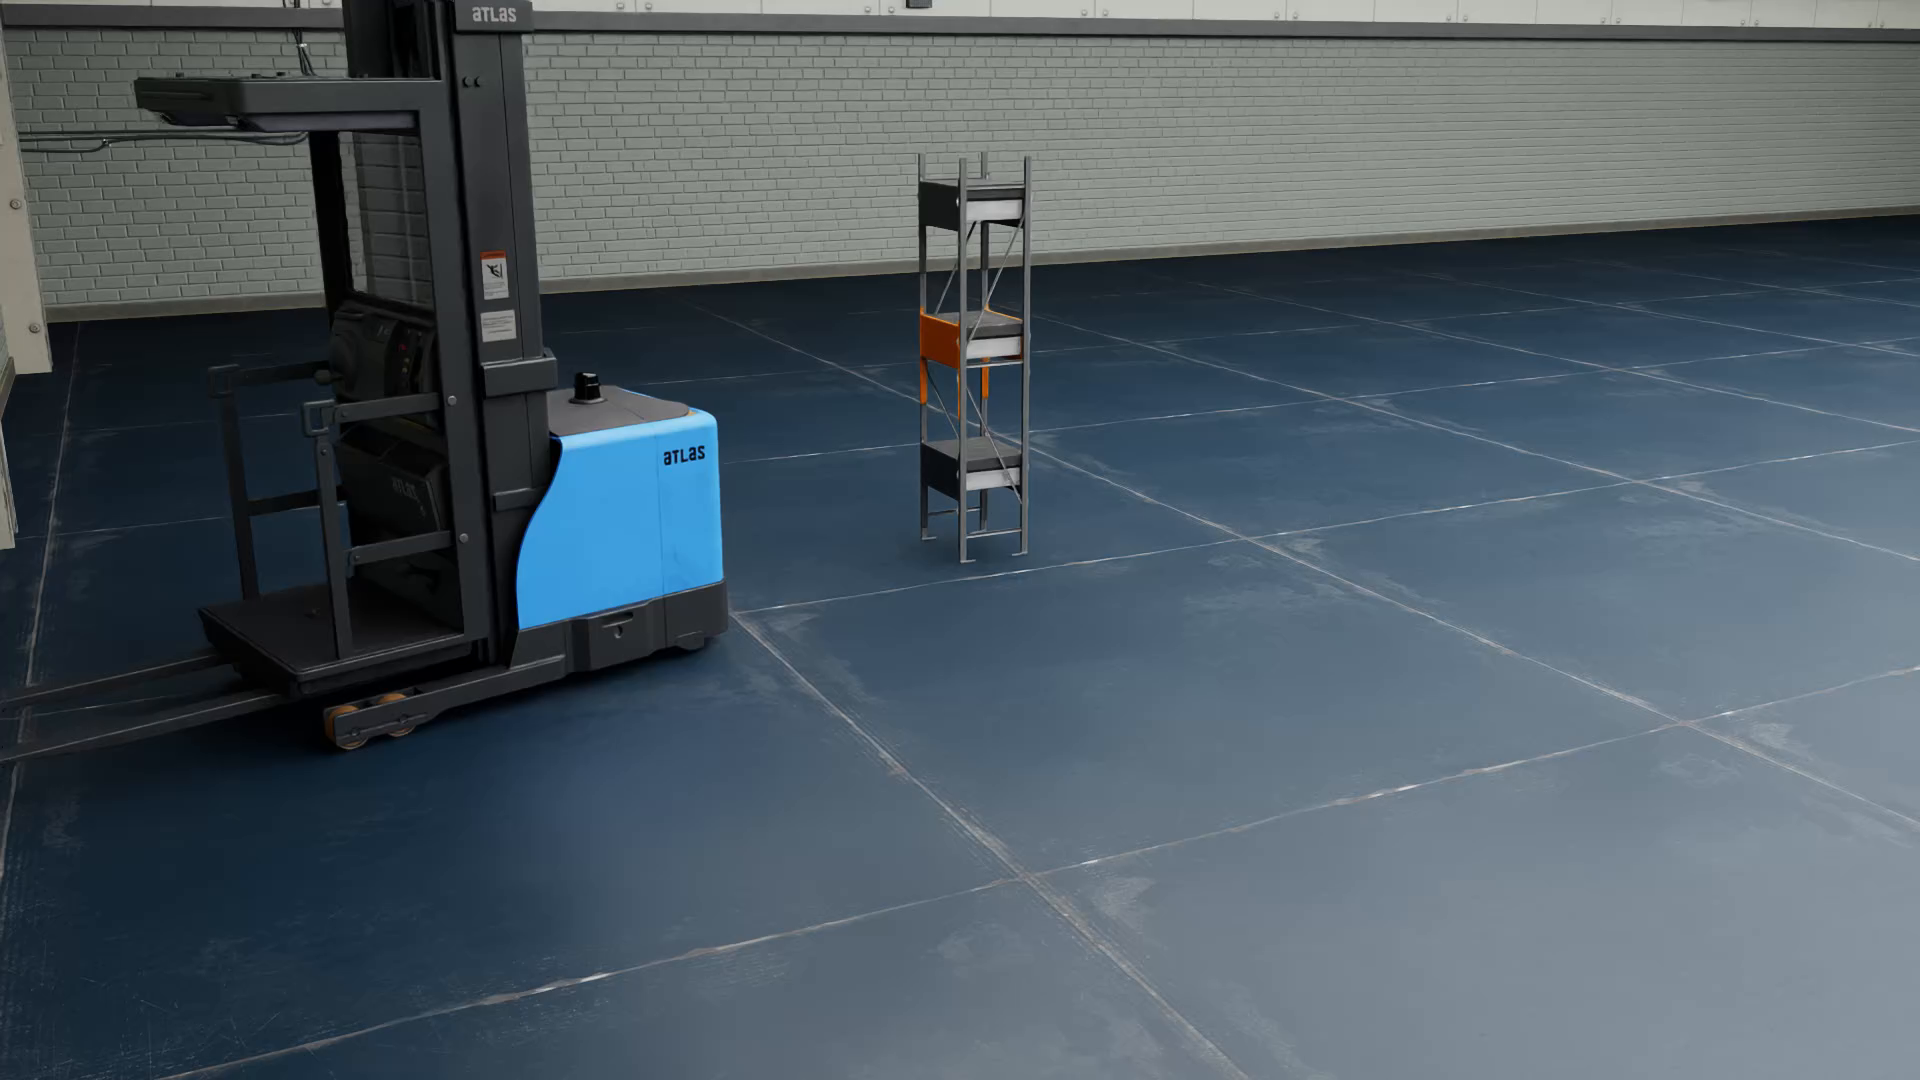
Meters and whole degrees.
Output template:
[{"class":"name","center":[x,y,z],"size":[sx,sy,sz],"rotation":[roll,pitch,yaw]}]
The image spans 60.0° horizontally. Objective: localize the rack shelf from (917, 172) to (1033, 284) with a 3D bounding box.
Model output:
[{"class":"rack shelf","center":[0.072,-1.628,8.629],"size":[0.431,0.518,0.480],"rotation":[-8,18,-25]}]

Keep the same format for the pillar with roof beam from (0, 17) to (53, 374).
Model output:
[{"class":"pillar with roof beam","center":[-4.158,-6.321,14.962],"size":[9.100,9.000,0.400],"rotation":[-8,18,-25]}]

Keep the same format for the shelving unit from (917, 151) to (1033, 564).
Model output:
[{"class":"shelving unit","center":[0.072,-0.968,8.818],"size":[0.431,2.100,0.503],"rotation":[-8,18,-25]}]

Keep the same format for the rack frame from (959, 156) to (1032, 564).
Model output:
[{"class":"rack frame","center":[0.179,-0.908,8.607],"size":[0.400,2.100,0.015],"rotation":[-8,18,-25]}]

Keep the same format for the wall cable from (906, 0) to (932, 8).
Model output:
[{"class":"wall cable","center":[0.411,-9.469,19.766],"size":[2.305,6.003,0.169],"rotation":[-8,18,-25]}]

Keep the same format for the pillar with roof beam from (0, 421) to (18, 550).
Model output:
[{"class":"pillar with roof beam","center":[-1.529,-4.833,9.777],"size":[9.100,9.000,0.400],"rotation":[-8,18,-25]}]

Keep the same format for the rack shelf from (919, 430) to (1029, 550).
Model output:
[{"class":"rack shelf","center":[0.073,-0.282,9.015],"size":[0.431,0.518,0.480],"rotation":[-8,18,-25]}]

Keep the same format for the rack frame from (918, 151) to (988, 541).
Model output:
[{"class":"rack frame","center":[-0.034,-1.029,9.029],"size":[0.400,2.100,0.015],"rotation":[-8,18,-25]}]

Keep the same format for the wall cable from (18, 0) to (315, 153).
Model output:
[{"class":"wall cable","center":[-8.130,-5.198,16.680],"size":[3.097,2.526,0.112],"rotation":[-8,18,-25]}]

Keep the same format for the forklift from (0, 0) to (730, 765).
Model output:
[{"class":"forklift","center":[-2.483,-0.763,6.595],"size":[3.031,2.935,1.130],"rotation":[-14,21,-40]}]

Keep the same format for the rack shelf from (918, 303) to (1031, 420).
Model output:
[{"class":"rack shelf","center":[0.072,-0.955,8.822],"size":[0.431,0.518,0.480],"rotation":[-8,18,-25]}]
